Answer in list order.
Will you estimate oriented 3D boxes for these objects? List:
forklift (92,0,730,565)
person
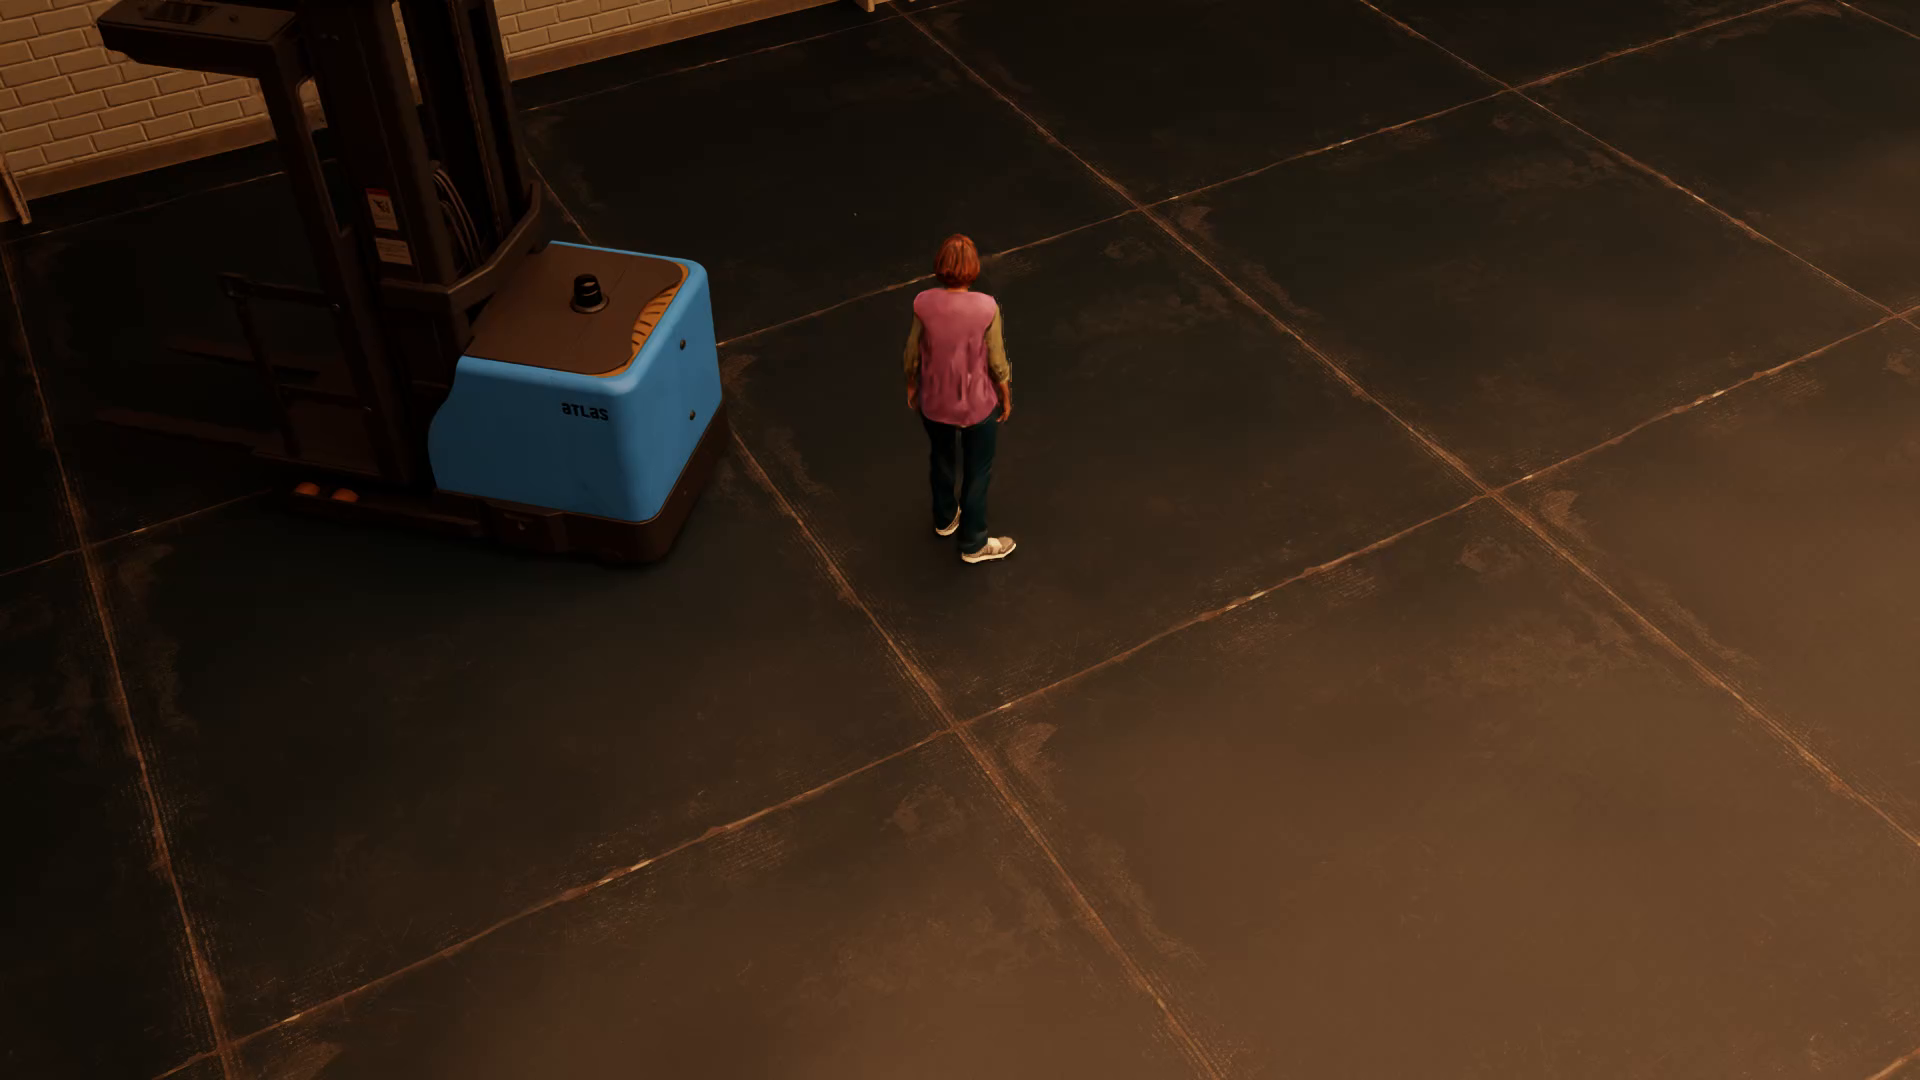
[{"bbox_3d":[-2.723,-1.494,7.309,3.031,2.935,1.130,9,44,10],"label":"forklift"},{"bbox_3d":[0.010,-0.603,7.334,0.525,1.592,0.417,9,44,10],"label":"person"}]
